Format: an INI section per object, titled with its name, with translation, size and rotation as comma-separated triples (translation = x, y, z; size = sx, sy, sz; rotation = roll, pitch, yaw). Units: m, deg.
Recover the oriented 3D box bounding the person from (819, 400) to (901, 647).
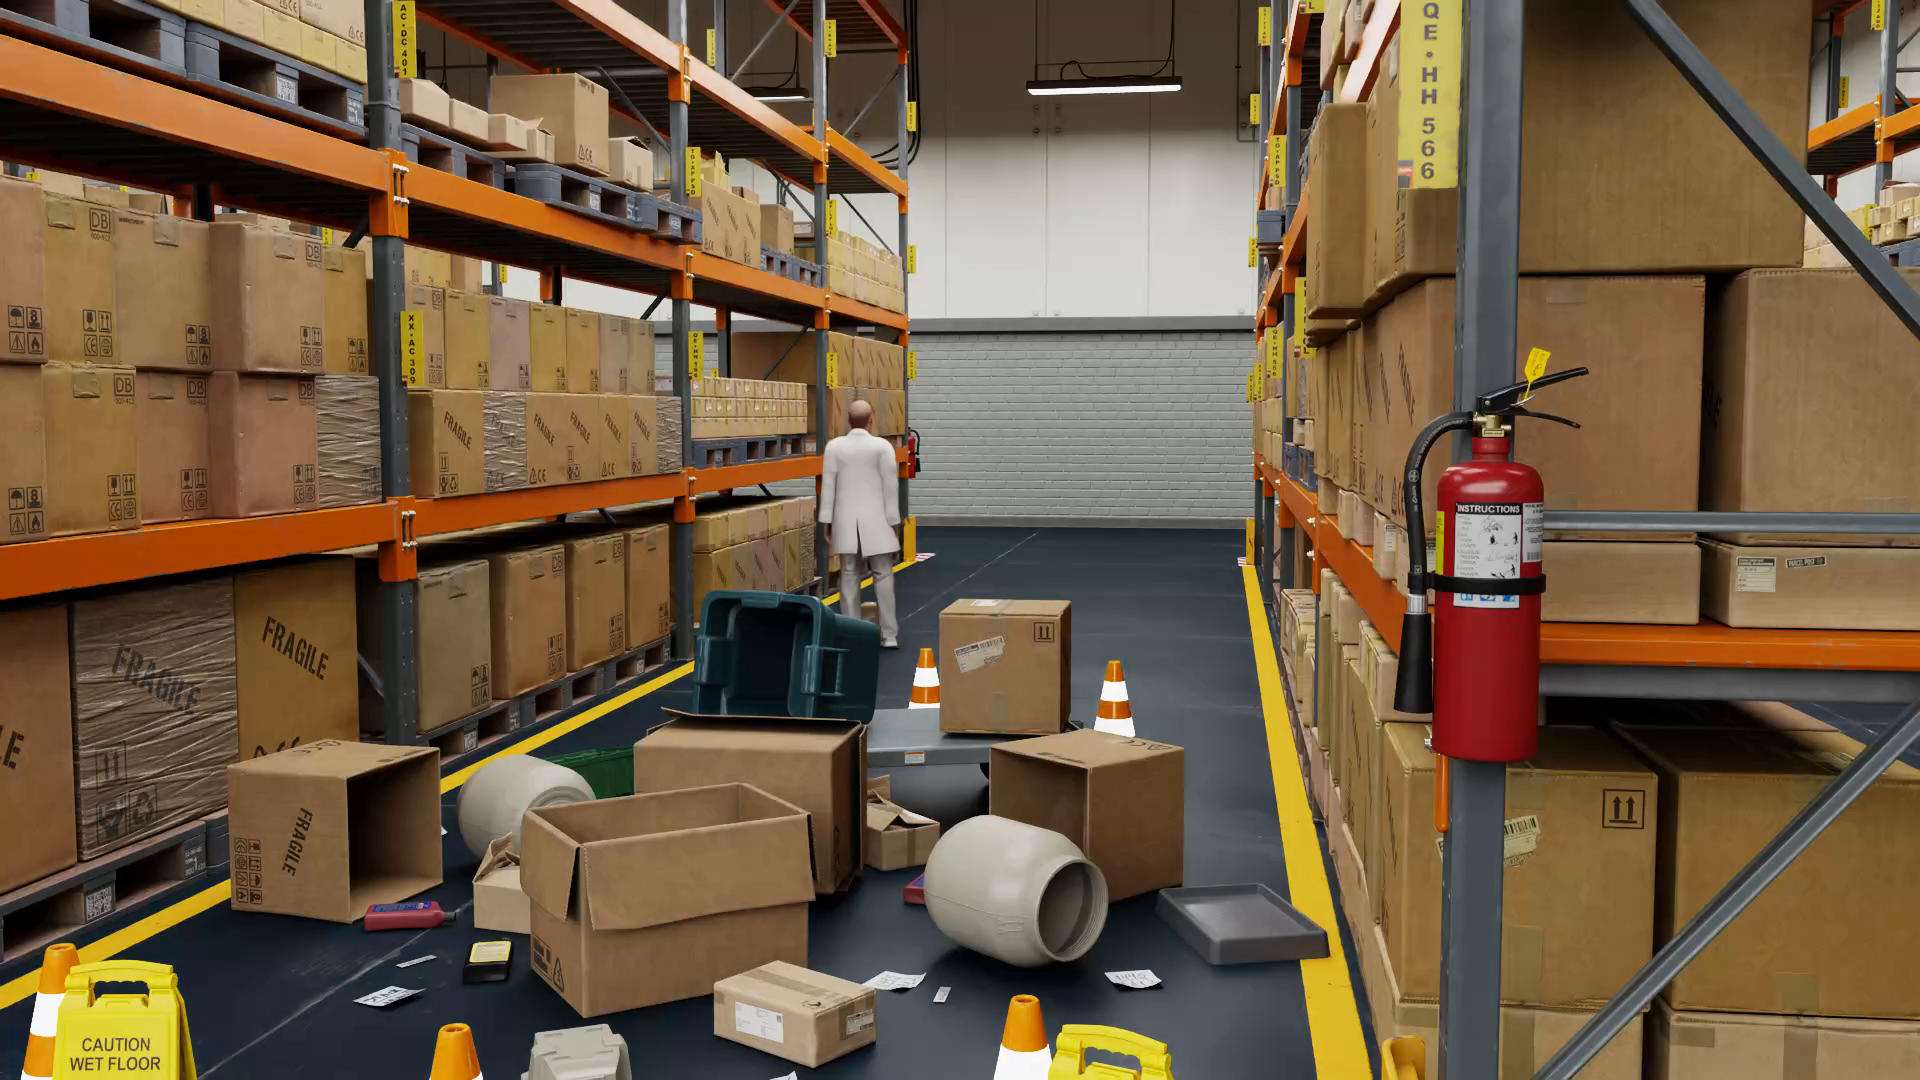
[person]
translation = -0.719, -0.115, 12.065
size = 0.606, 1.789, 0.386
rotation = 1, 4, 10
